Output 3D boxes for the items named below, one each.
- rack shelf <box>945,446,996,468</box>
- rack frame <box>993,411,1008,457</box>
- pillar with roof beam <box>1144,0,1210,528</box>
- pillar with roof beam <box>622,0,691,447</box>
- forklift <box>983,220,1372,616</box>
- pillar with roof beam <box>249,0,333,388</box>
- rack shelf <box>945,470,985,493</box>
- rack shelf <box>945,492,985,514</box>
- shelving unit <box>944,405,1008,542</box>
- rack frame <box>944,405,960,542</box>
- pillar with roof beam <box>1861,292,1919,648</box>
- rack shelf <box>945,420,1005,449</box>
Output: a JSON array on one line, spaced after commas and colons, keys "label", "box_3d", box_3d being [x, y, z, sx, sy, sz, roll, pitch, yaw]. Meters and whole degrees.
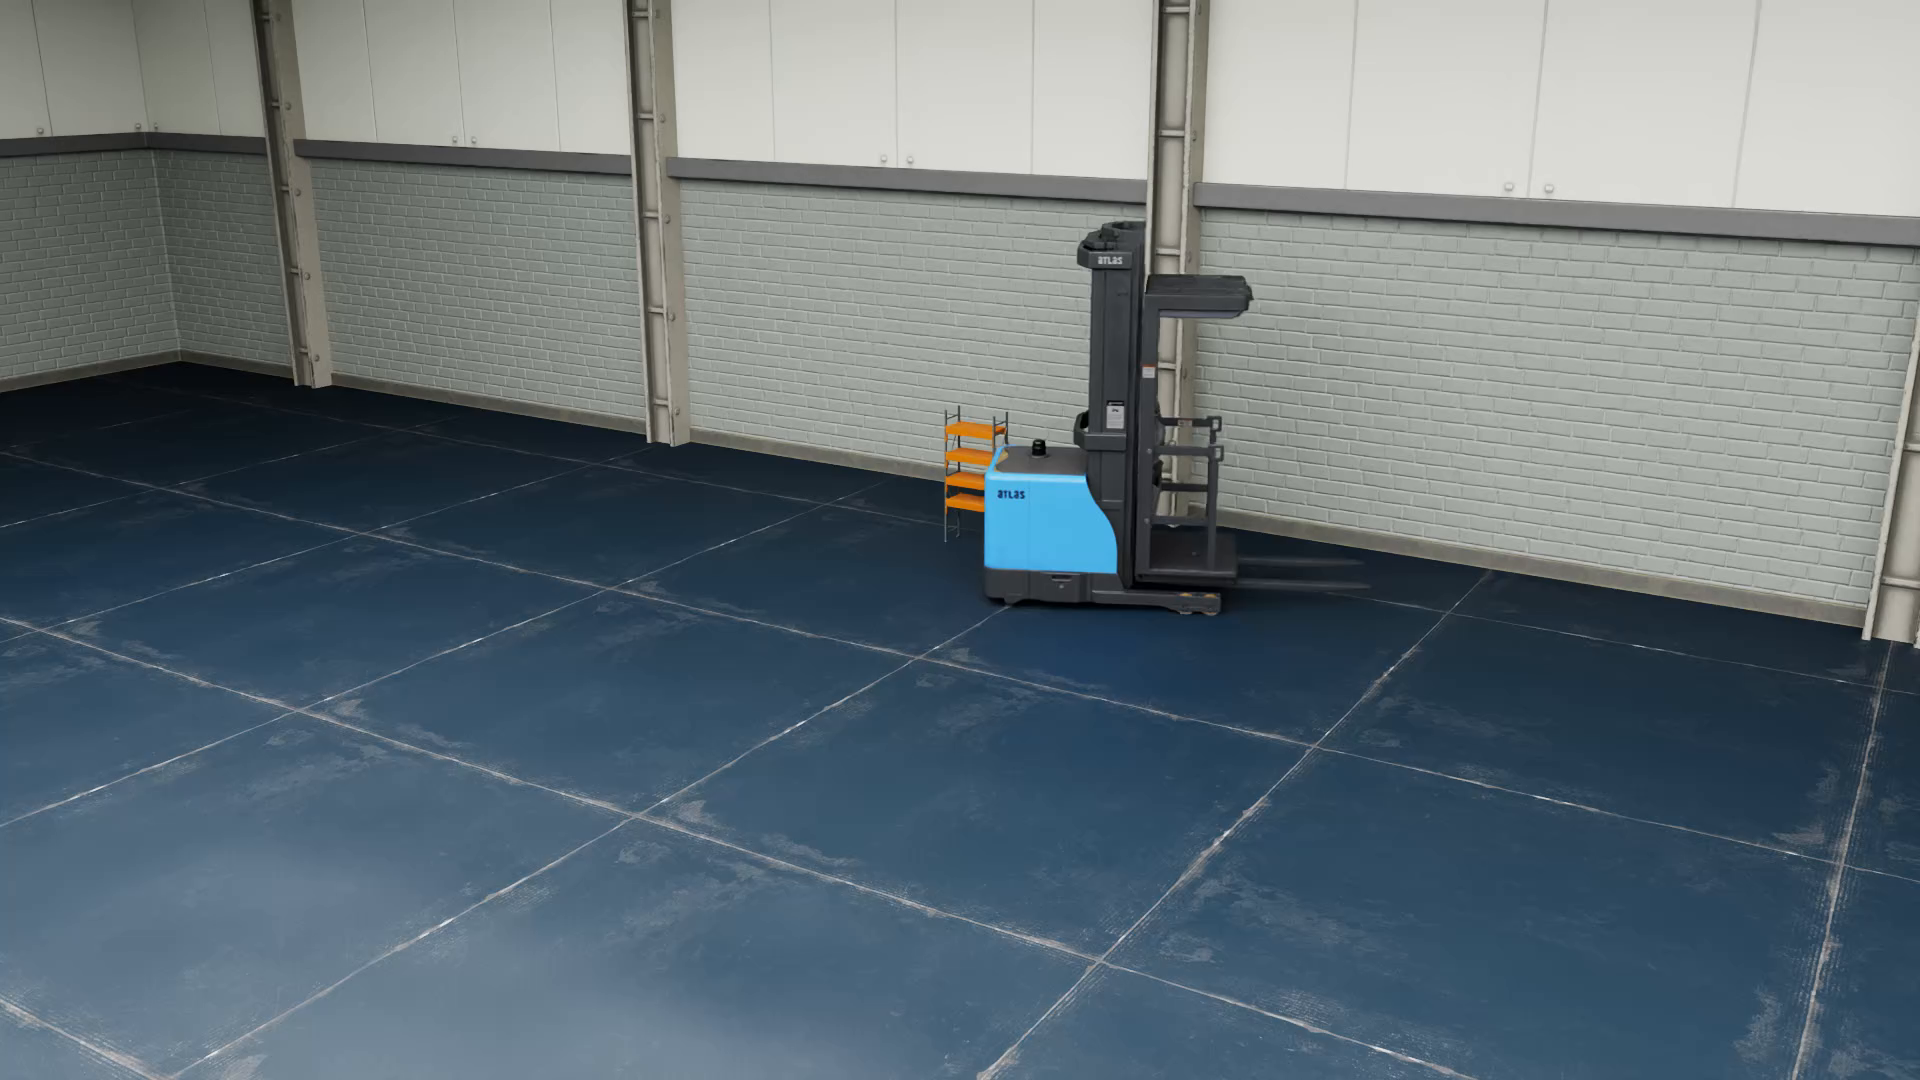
[{"label": "rack shelf", "box_3d": [0.141, -0.699, 14.578, 0.480, 0.148, 0.258, 10, 20, 30]}, {"label": "rack frame", "box_3d": [0.349, -0.512, 14.502, 0.015, 1.200, 0.240, 10, 20, 30]}, {"label": "pillar with roof beam", "box_3d": [-0.369, -3.420, 10.657, 0.400, 9.000, 9.100, 10, 20, 30]}, {"label": "pillar with roof beam", "box_3d": [-5.482, -4.332, 13.661, 0.400, 9.000, 9.100, 10, 20, 30]}, {"label": "forklift", "box_3d": [1.738, -0.975, 13.048, 3.031, 2.935, 1.130, 2, 17, 7]}, {"label": "pillar with roof beam", "box_3d": [-10.595, -5.245, 16.666, 0.400, 9.000, 9.100, 10, 20, 30]}, {"label": "rack shelf", "box_3d": [0.141, -0.485, 14.643, 0.480, 0.148, 0.258, 10, 20, 30]}, {"label": "rack shelf", "box_3d": [0.141, -0.295, 14.701, 0.480, 0.148, 0.258, 10, 20, 30]}, {"label": "shelving unit", "box_3d": [0.141, -0.549, 14.624, 0.503, 1.200, 0.258, 10, 20, 30]}, {"label": "rack frame", "box_3d": [-0.067, -0.586, 14.746, 0.015, 1.200, 0.240, 10, 20, 30]}, {"label": "pillar with roof beam", "box_3d": [4.744, -2.507, 7.652, 0.400, 9.000, 9.100, 10, 20, 30]}, {"label": "rack shelf", "box_3d": [0.141, -0.925, 14.510, 0.480, 0.148, 0.258, 10, 20, 30]}]
